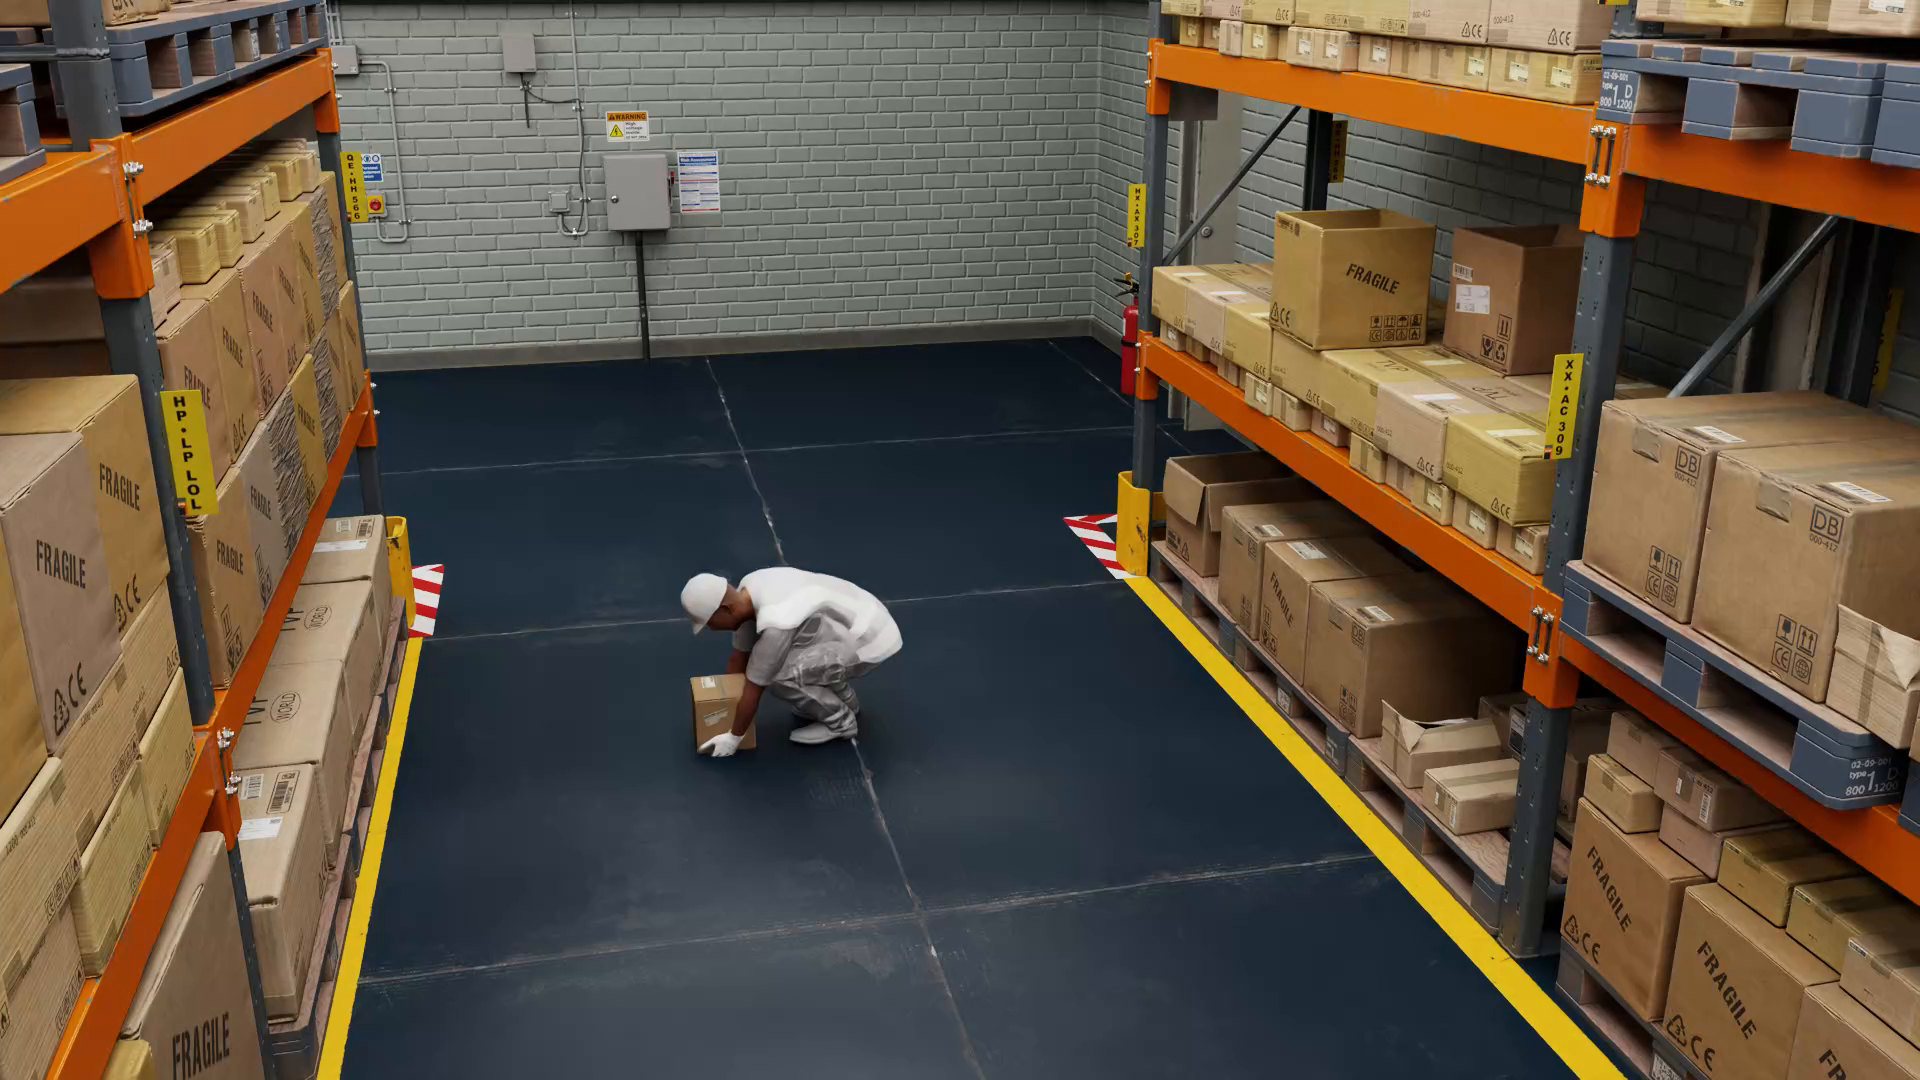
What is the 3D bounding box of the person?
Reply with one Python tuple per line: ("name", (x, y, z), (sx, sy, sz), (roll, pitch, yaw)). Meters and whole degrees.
("person", (-0.719, 0.516, 7.194), (0.937, 0.876, 0.575), (-5, 20, -13))
